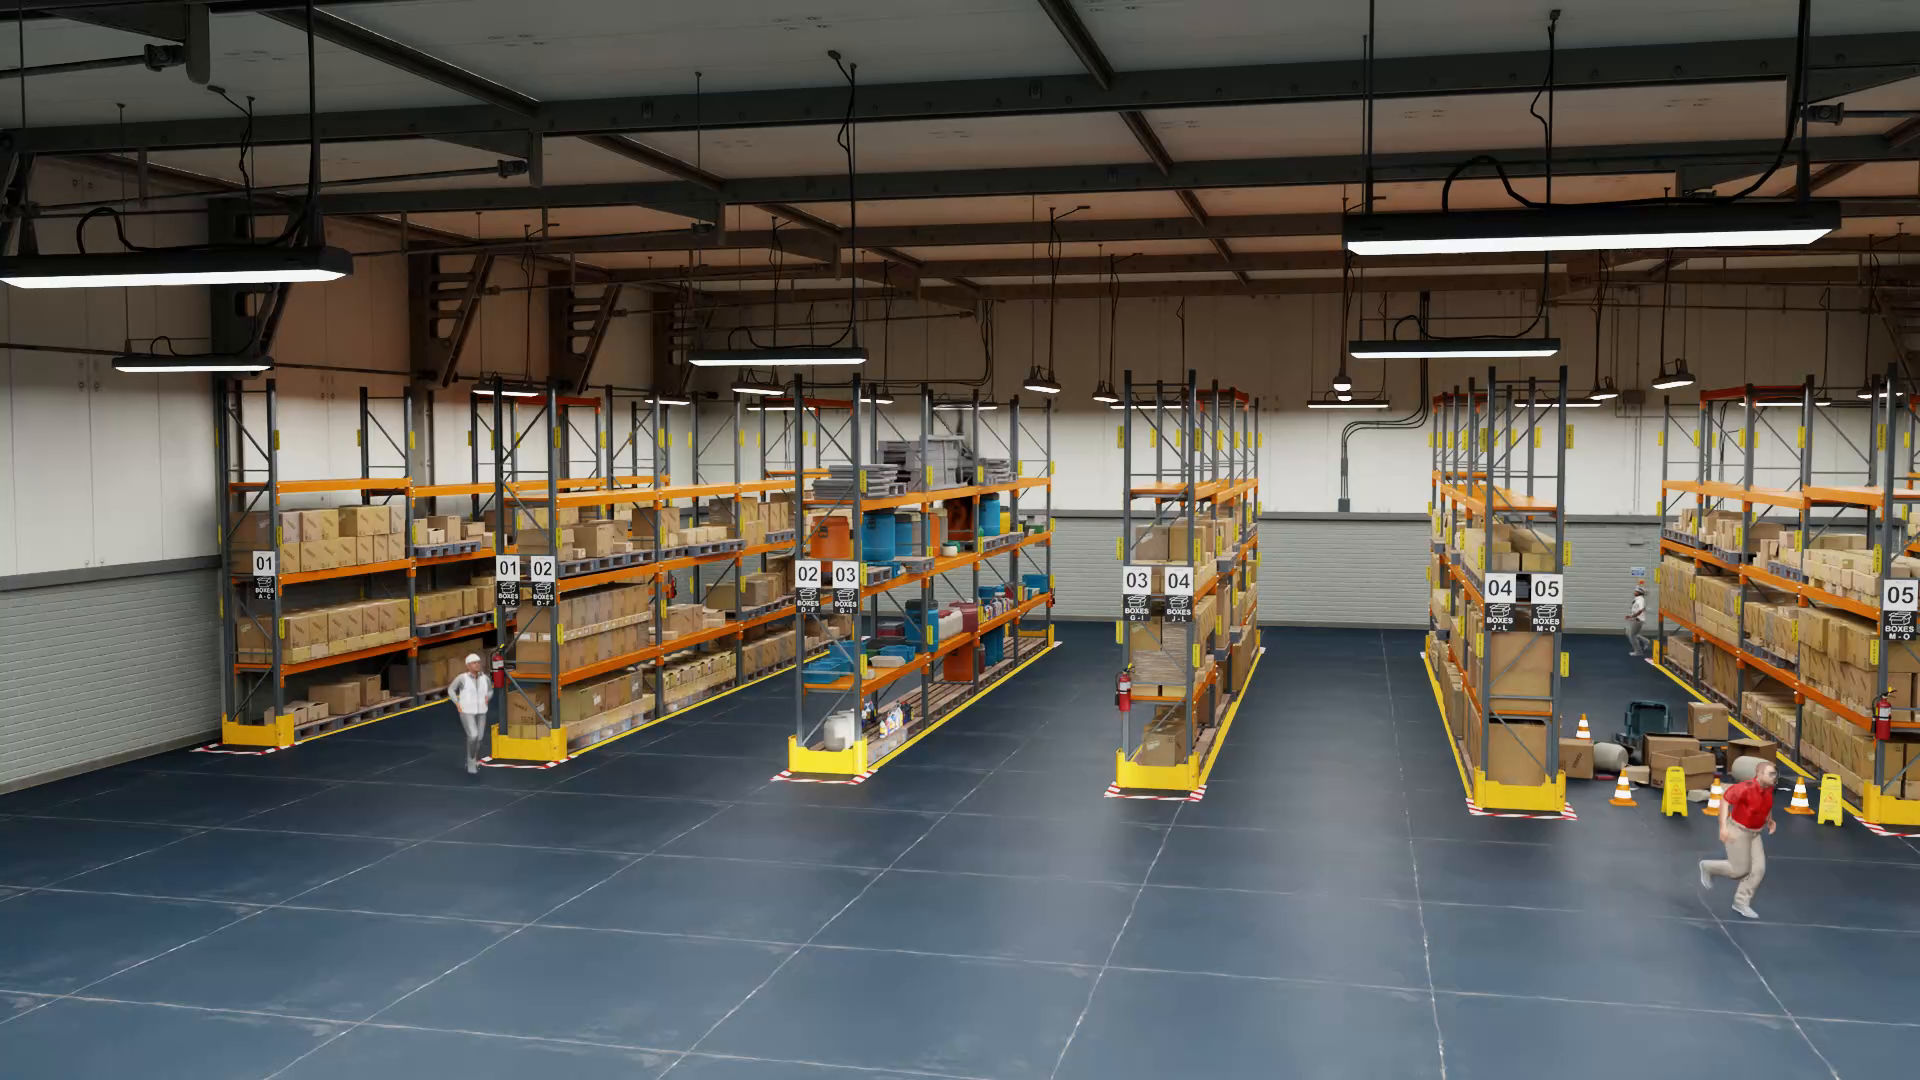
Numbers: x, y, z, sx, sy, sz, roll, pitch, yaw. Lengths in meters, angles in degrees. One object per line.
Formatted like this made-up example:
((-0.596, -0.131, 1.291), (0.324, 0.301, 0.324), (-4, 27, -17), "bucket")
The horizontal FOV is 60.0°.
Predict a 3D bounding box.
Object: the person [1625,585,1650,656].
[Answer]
((15.744, 1.870, 38.626), (0.564, 1.655, 0.583), (1, 4, 21), "person")

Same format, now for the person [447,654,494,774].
((-7.344, 2.631, 25.119), (0.644, 1.820, 0.669), (-3, 5, -42), "person")

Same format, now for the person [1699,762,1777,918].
((8.292, 3.141, 17.655), (0.661, 1.678, 0.774), (-2, 4, -32), "person")
